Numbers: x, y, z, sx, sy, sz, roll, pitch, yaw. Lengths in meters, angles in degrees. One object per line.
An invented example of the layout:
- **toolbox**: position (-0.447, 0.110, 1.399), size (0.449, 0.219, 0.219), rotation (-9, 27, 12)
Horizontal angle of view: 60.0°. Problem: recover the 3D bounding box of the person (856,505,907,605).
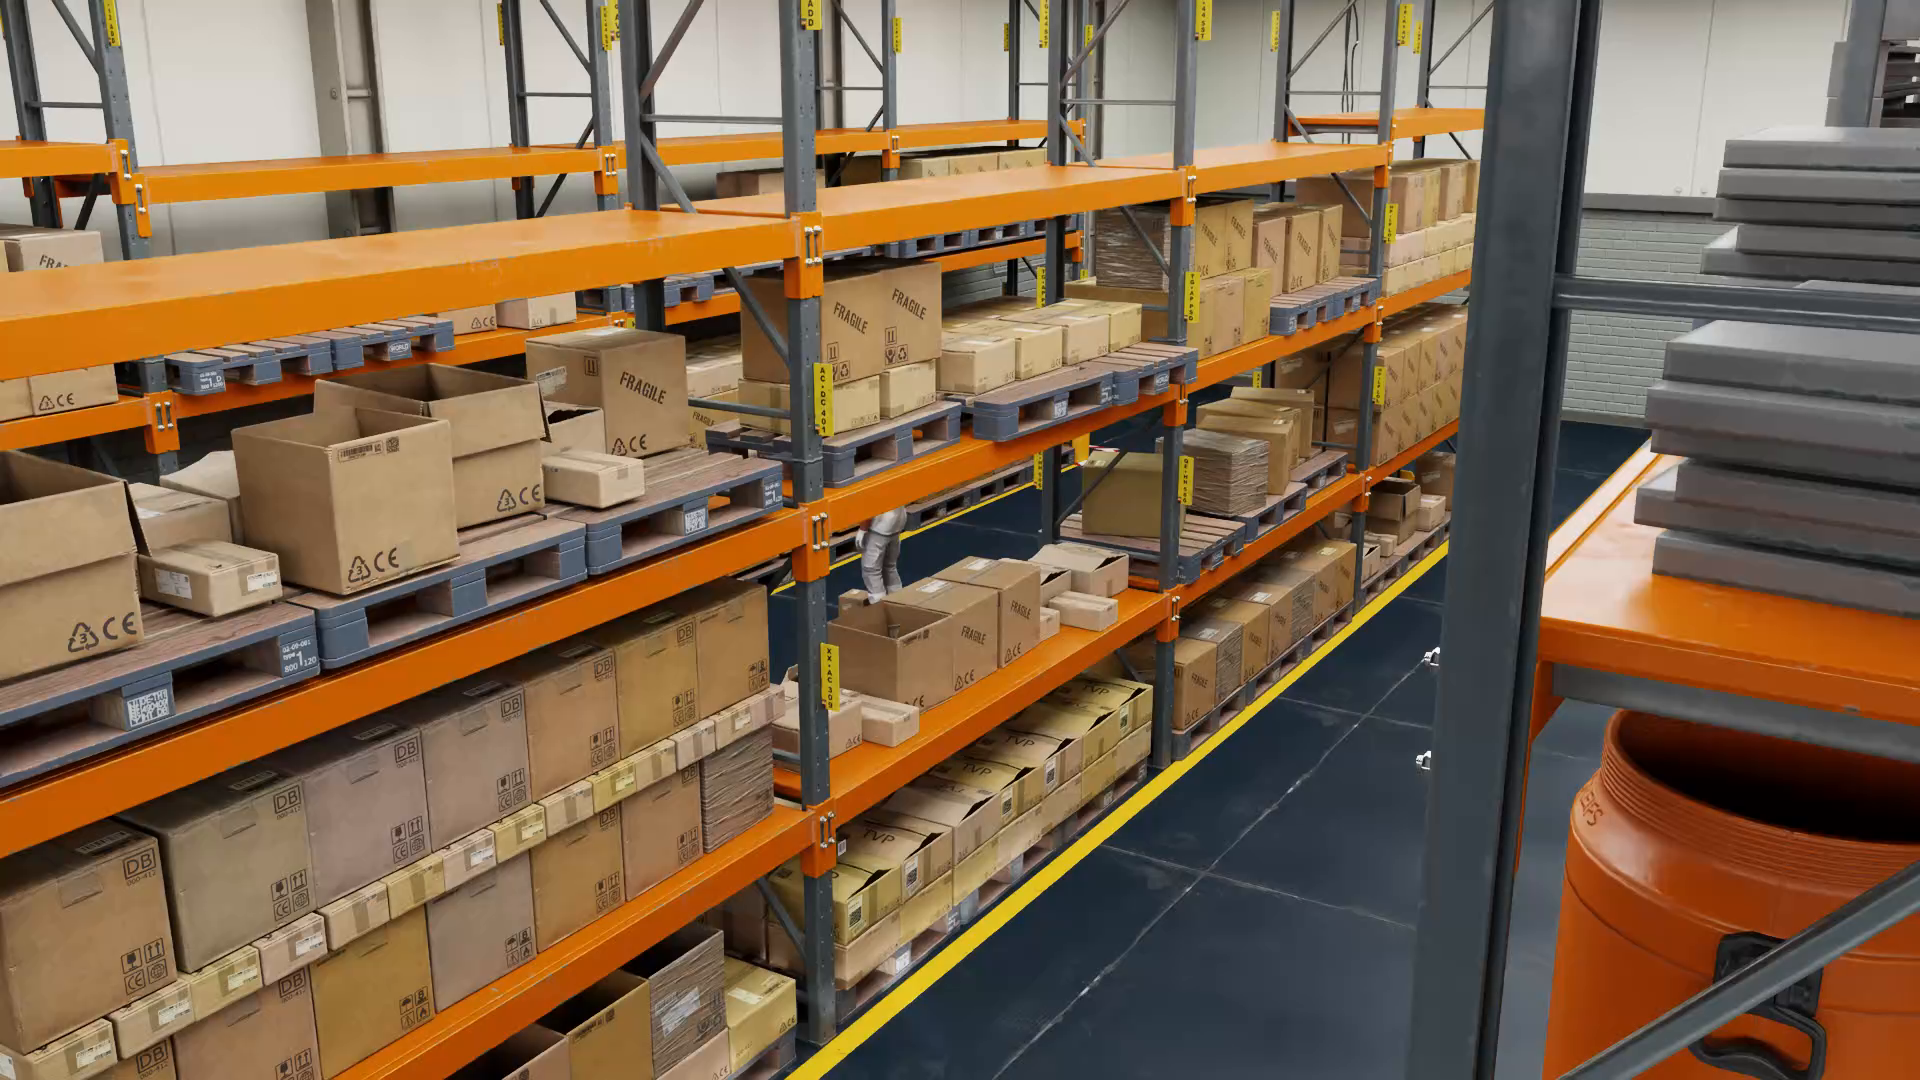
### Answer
- **person**: position (-0.699, -0.102, 14.362), size (0.451, 1.778, 0.603), rotation (9, 18, 30)
